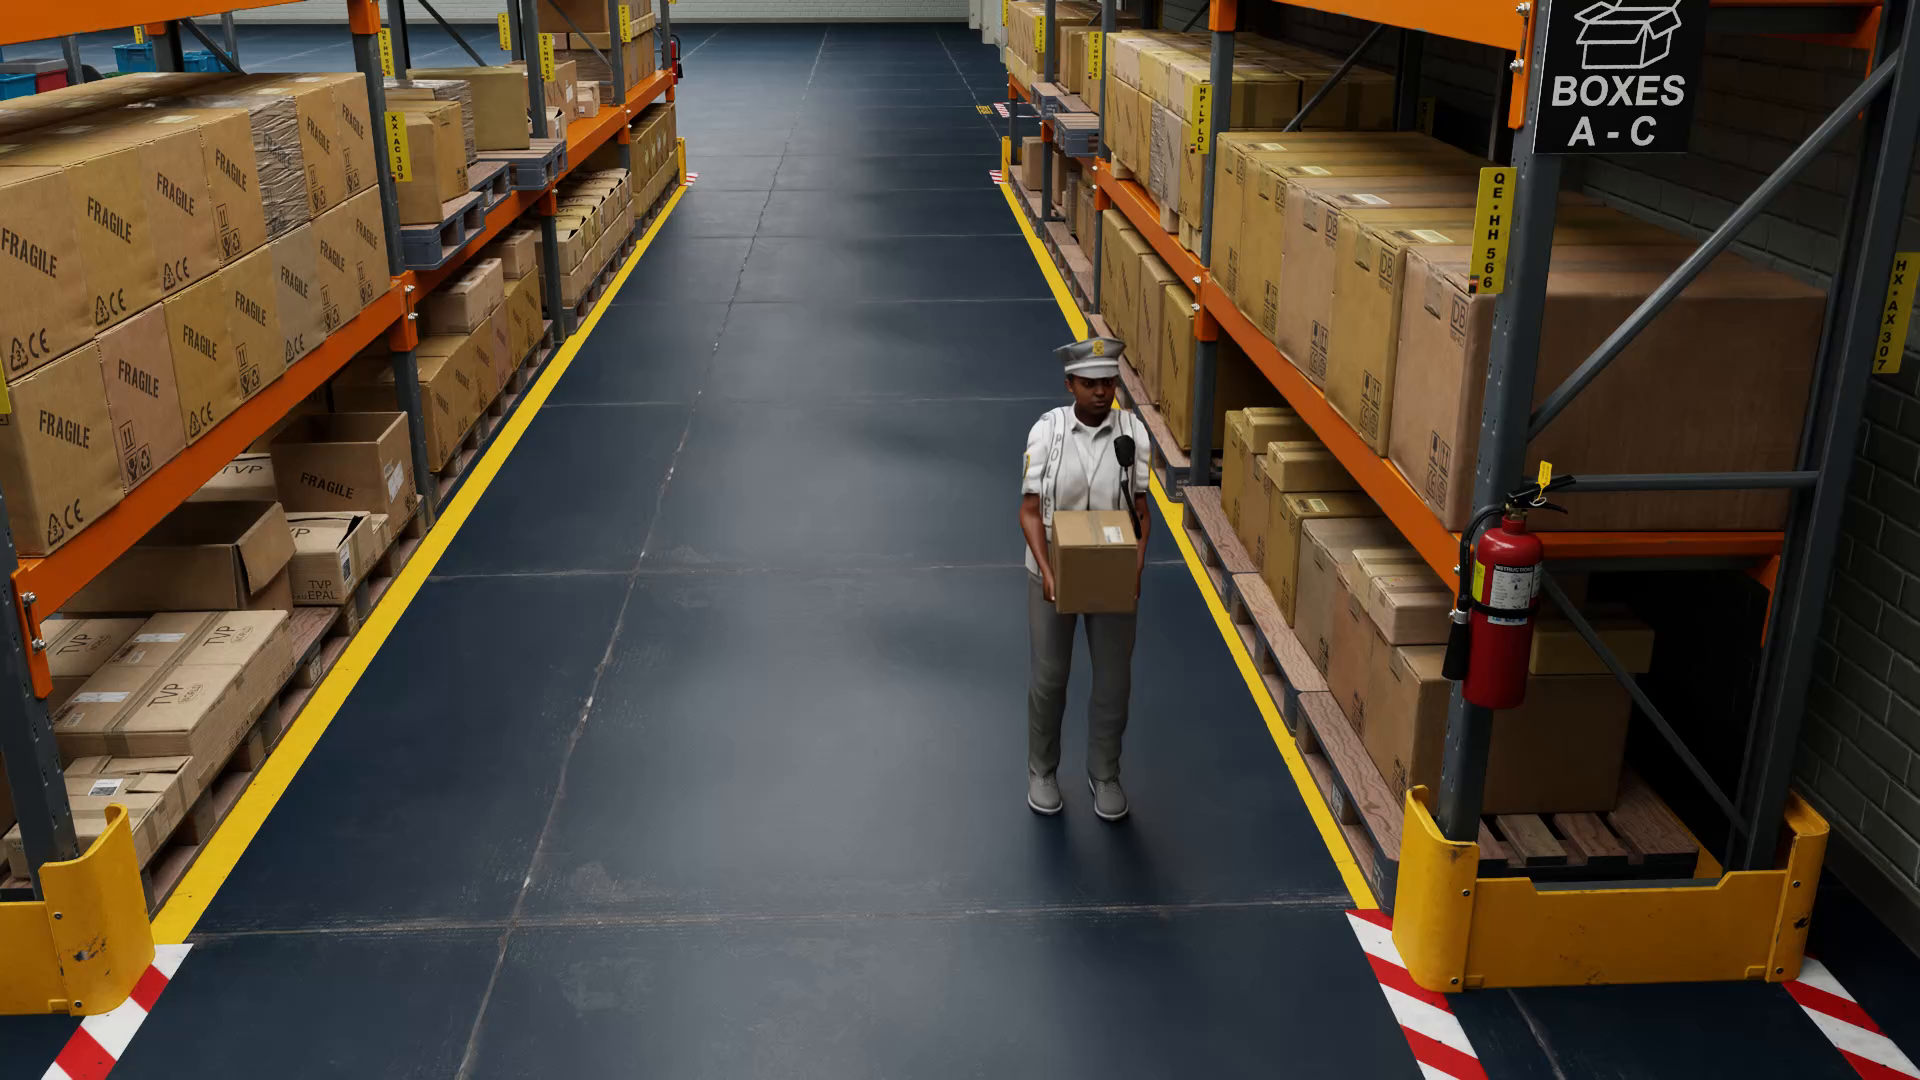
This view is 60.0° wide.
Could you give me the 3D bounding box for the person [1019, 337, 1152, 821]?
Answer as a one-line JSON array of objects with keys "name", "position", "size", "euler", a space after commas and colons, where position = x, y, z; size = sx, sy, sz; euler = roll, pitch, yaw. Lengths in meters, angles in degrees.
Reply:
[{"name": "person", "position": [0.425, 0.149, 5.648], "size": [0.451, 1.690, 0.518], "euler": [-1, 21, -2]}]
